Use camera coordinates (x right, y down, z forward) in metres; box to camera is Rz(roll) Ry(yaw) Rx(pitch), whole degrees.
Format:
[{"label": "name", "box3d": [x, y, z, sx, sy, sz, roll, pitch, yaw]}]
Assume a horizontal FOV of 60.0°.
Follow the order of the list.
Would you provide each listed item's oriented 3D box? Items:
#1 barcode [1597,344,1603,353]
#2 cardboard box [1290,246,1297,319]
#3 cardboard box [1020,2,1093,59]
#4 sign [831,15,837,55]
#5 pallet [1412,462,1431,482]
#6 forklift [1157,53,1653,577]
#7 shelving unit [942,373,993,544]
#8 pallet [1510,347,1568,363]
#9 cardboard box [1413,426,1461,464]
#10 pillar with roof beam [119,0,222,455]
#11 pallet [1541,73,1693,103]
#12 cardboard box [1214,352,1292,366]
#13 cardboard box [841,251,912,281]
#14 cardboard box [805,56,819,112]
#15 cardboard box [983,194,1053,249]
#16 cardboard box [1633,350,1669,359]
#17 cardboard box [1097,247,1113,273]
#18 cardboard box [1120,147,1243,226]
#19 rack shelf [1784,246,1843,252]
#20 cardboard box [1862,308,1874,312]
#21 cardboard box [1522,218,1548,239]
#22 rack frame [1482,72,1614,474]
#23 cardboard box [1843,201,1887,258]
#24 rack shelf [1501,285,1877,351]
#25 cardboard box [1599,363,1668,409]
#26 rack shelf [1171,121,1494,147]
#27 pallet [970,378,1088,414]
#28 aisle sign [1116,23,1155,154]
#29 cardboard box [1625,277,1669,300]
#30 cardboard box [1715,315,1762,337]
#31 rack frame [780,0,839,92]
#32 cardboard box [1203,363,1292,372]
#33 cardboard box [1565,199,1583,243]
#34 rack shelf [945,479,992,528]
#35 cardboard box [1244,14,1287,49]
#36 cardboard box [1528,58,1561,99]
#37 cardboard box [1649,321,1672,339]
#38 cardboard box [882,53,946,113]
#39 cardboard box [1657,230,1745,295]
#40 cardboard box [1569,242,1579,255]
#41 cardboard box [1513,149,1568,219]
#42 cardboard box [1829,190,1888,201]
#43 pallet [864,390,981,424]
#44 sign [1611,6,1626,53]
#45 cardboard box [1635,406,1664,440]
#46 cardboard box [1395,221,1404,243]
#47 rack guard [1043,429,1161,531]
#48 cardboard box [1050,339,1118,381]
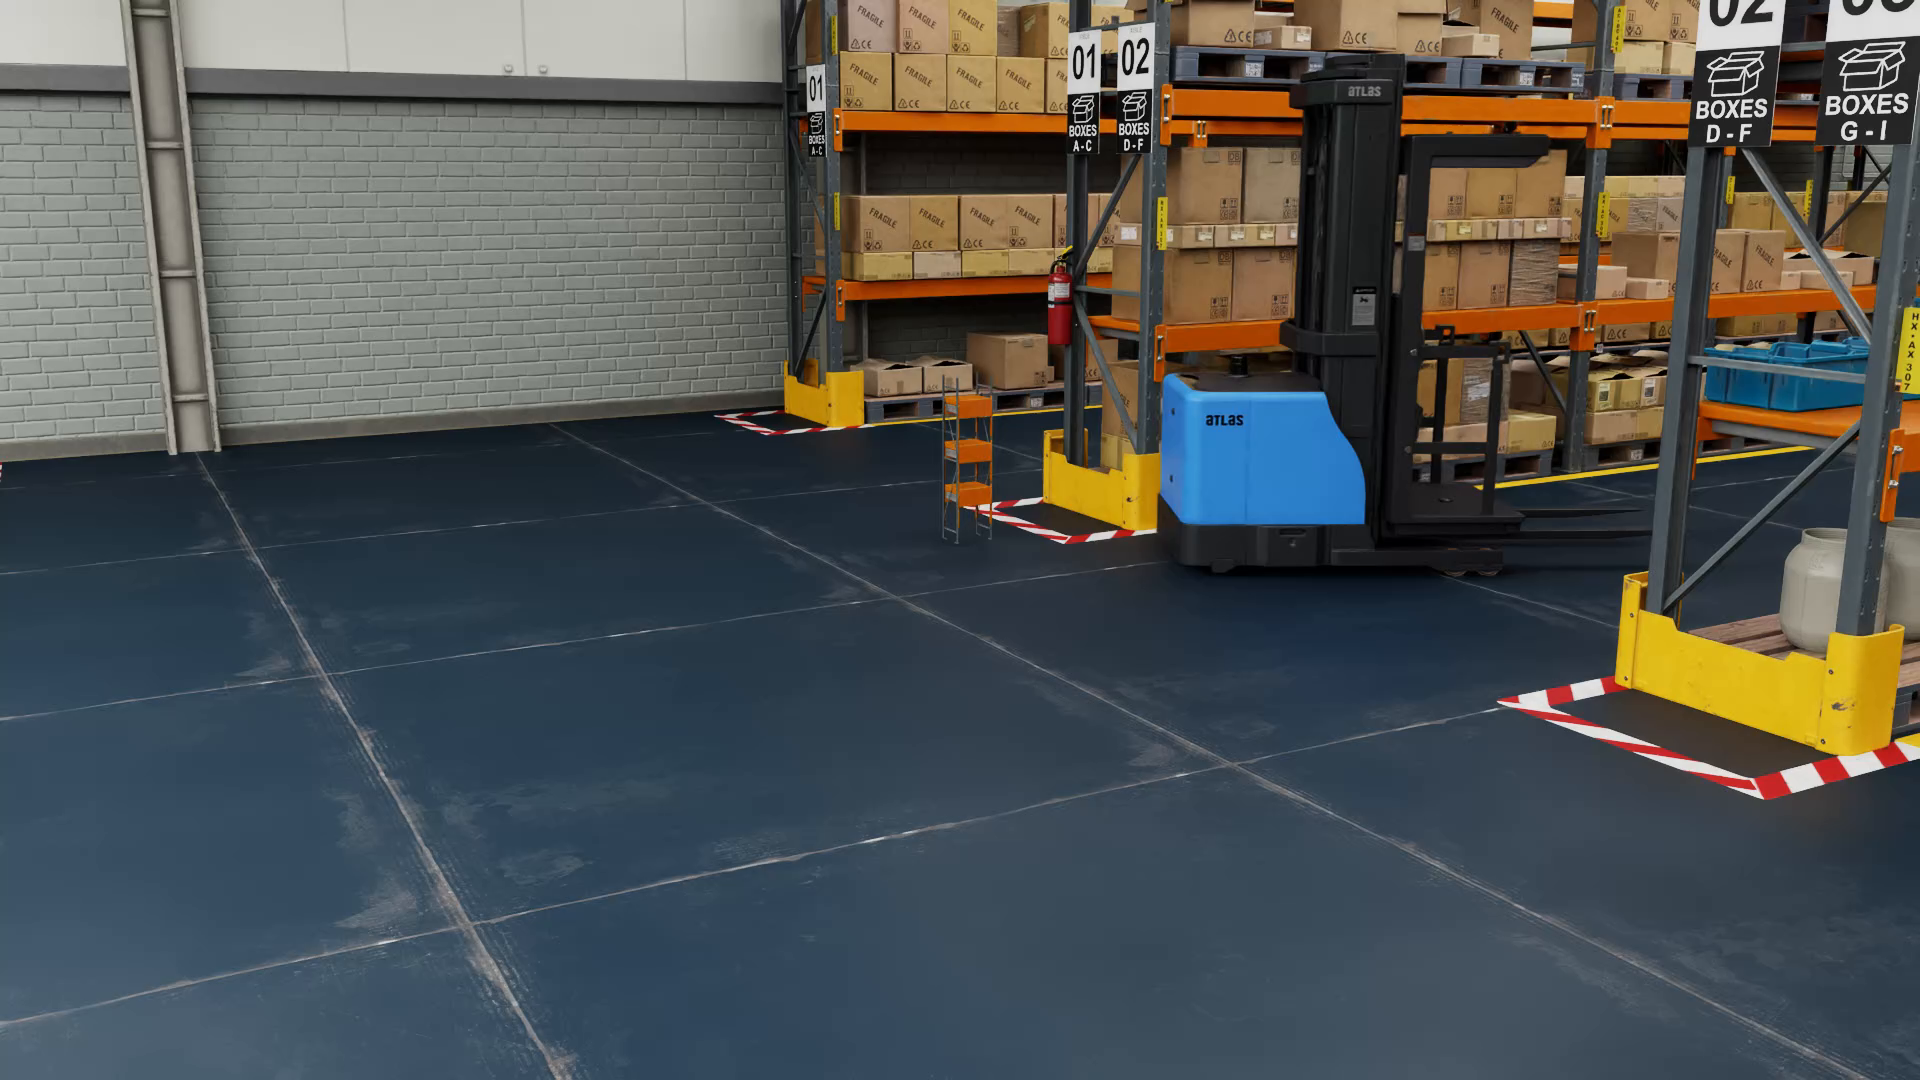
[{"label": "barcode", "box3d": [4.954, -1.483, 12.873, 0.075, 0.075, 0.001, -7, 14, -28]}, {"label": "cardboard box", "box3d": [2.333, -1.855, 11.793, 0.500, 0.500, 0.700, -7, 14, -27]}, {"label": "cardboard box", "box3d": [0.915, -4.816, 15.793, 0.500, 0.500, 0.500, -7, 15, -30]}, {"label": "sign", "box3d": [-1.097, -4.392, 14.470, 0.005, 0.325, 0.100, -7, 14, -28]}, {"label": "pallet", "box3d": [2.740, -0.508, 12.386, 1.213, 0.211, 1.003, -7, 14, -28]}, {"label": "forklift", "box3d": [2.774, -1.333, 9.856, 3.031, 2.935, 1.130, 0, 13, -2]}, {"label": "shelving unit", "box3d": [0.047, -0.518, 10.519, 0.252, 1.050, 0.215, -7, 14, -28]}, {"label": "pallet", "box3d": [6.393, -2.156, 19.710, 1.213, 0.211, 1.003, -7, 14, -28]}, {"label": "cardboard box", "box3d": [3.353, -0.740, 12.370, 0.500, 0.250, 0.500, -7, 14, -28]}, {"label": "pillar with roof beam", "box3d": [-4.361, -4.313, 9.278, 0.400, 9.000, 9.100, -7, 14, -28]}, {"label": "pallet", "box3d": [5.299, -3.539, 13.105, 1.217, 0.209, 0.805, -8, 15, -30]}, {"label": "cardboard box", "box3d": [2.219, -1.104, 12.279, 0.500, 0.500, 0.500, -7, 14, -28]}, {"label": "cardboard box", "box3d": [-0.777, -2.533, 15.331, 0.500, 0.250, 0.500, -7, 15, -29]}, {"label": "cardboard box", "box3d": [-1.112, -4.221, 15.430, 0.500, 0.500, 0.500, -6, 14, -24]}, {"label": "cardboard box", "box3d": [0.549, -3.061, 15.968, 0.500, 0.500, 0.500, -6, 14, -26]}, {"label": "cardboard box", "box3d": [6.085, -1.468, 14.331, 0.500, 0.311, 0.500, -7, 14, -29]}, {"label": "cardboard box", "box3d": [1.442, -2.805, 16.538, 0.500, 0.250, 0.500, -7, 14, -28]}, {"label": "cardboard box", "box3d": [1.482, -2.386, 11.199, 0.500, 0.500, 0.700, -7, 14, -28]}, {"label": "rack shelf", "box3d": [10.931, -3.729, 21.984, 4.000, 0.370, 1.077, -7, 14, -28]}, {"label": "cardboard box", "box3d": [12.120, -3.182, 22.655, 0.500, 0.500, 0.700, -7, 14, -28]}, {"label": "cardboard box", "box3d": [4.177, -2.343, 12.483, 0.250, 0.149, 0.380, -7, 15, -29]}, {"label": "rack frame", "box3d": [4.531, -2.073, 12.990, 0.127, 3.000, 1.000, -7, 14, -28]}, {"label": "cardboard box", "box3d": [8.540, -2.836, 15.194, 0.700, 0.500, 0.500, 11, 17, 41]}, {"label": "rack shelf", "box3d": [6.286, -1.933, 14.004, 4.000, 0.370, 1.077, -7, 14, -28]}, {"label": "cardboard box", "box3d": [5.455, -1.257, 13.393, 0.500, 0.311, 0.500, -7, 14, -29]}, {"label": "rack shelf", "box3d": [3.909, -4.350, 17.915, 4.000, 0.370, 1.077, -7, 14, -28]}, {"label": "pallet", "box3d": [0.509, -1.460, 16.618, 1.213, 0.211, 1.003, -7, 14, -28]}, {"label": "aisle sign", "box3d": [1.109, -2.855, 10.542, 0.004, 0.787, 0.394, -7, 14, -28]}, {"label": "cardboard box", "box3d": [5.406, -2.005, 13.257, 0.250, 0.149, 0.380, -7, 14, -28]}, {"label": "cardboard box", "box3d": [9.881, -2.913, 21.460, 0.500, 0.500, 0.700, -7, 14, -27]}, {"label": "rack frame", "box3d": [-1.357, -5.534, 14.702, 0.127, 3.000, 1.000, -7, 14, -28]}, {"label": "cardboard box", "box3d": [2.035, -0.948, 11.589, 0.500, 0.500, 0.500, -7, 14, -28]}, {"label": "cardboard box", "box3d": [7.114, -3.759, 19.530, 0.500, 0.500, 0.500, -7, 14, -28]}, {"label": "rack shelf", "box3d": [0.047, -0.236, 10.582, 0.240, 0.259, 0.215, -7, 14, -28]}, {"label": "cardboard box", "box3d": [1.904, -3.488, 11.510, 0.500, 0.250, 0.500, -7, 14, -28]}, {"label": "cardboard box", "box3d": [6.503, -5.303, 19.280, 0.500, 0.500, 0.700, -8, 15, -31]}, {"label": "cardboard box", "box3d": [8.668, -2.932, 20.744, 0.750, 0.750, 0.750, -7, 14, -27]}, {"label": "cardboard box", "box3d": [-0.455, -4.165, 15.180, 0.500, 0.500, 0.500, -6, 14, -24]}, {"label": "cardboard box", "box3d": [6.115, -2.308, 13.804, 0.500, 0.500, 0.500, -7, 14, -28]}, {"label": "cardboard box", "box3d": [7.181, -3.466, 19.706, 0.250, 0.149, 0.380, -7, 14, -27]}, {"label": "cardboard box", "box3d": [4.144, -2.707, 12.624, 0.500, 0.500, 0.700, -7, 14, -28]}, {"label": "cardboard box", "box3d": [12.244, -4.381, 22.560, 0.700, 0.700, 0.980, -6, 14, -25]}, {"label": "pallet", "box3d": [-0.560, -1.333, 16.051, 1.213, 0.211, 1.003, -7, 14, -28]}, {"label": "sign", "box3d": [4.798, -3.721, 12.121, 0.005, 0.325, 0.100, -7, 14, -28]}, {"label": "cardboard box", "box3d": [5.453, -0.985, 13.460, 0.500, 0.250, 0.500, -6, 14, -26]}, {"label": "cardboard box", "box3d": [3.048, -2.207, 11.878, 0.250, 0.149, 0.380, -6, 14, -26]}, {"label": "rack guard", "box3d": [0.999, -0.430, 11.383, 0.348, 0.500, 1.175, -7, 14, -28]}, {"label": "cardboard box", "box3d": [1.262, -1.906, 16.937, 0.500, 0.500, 0.500, -8, 15, -32]}]
